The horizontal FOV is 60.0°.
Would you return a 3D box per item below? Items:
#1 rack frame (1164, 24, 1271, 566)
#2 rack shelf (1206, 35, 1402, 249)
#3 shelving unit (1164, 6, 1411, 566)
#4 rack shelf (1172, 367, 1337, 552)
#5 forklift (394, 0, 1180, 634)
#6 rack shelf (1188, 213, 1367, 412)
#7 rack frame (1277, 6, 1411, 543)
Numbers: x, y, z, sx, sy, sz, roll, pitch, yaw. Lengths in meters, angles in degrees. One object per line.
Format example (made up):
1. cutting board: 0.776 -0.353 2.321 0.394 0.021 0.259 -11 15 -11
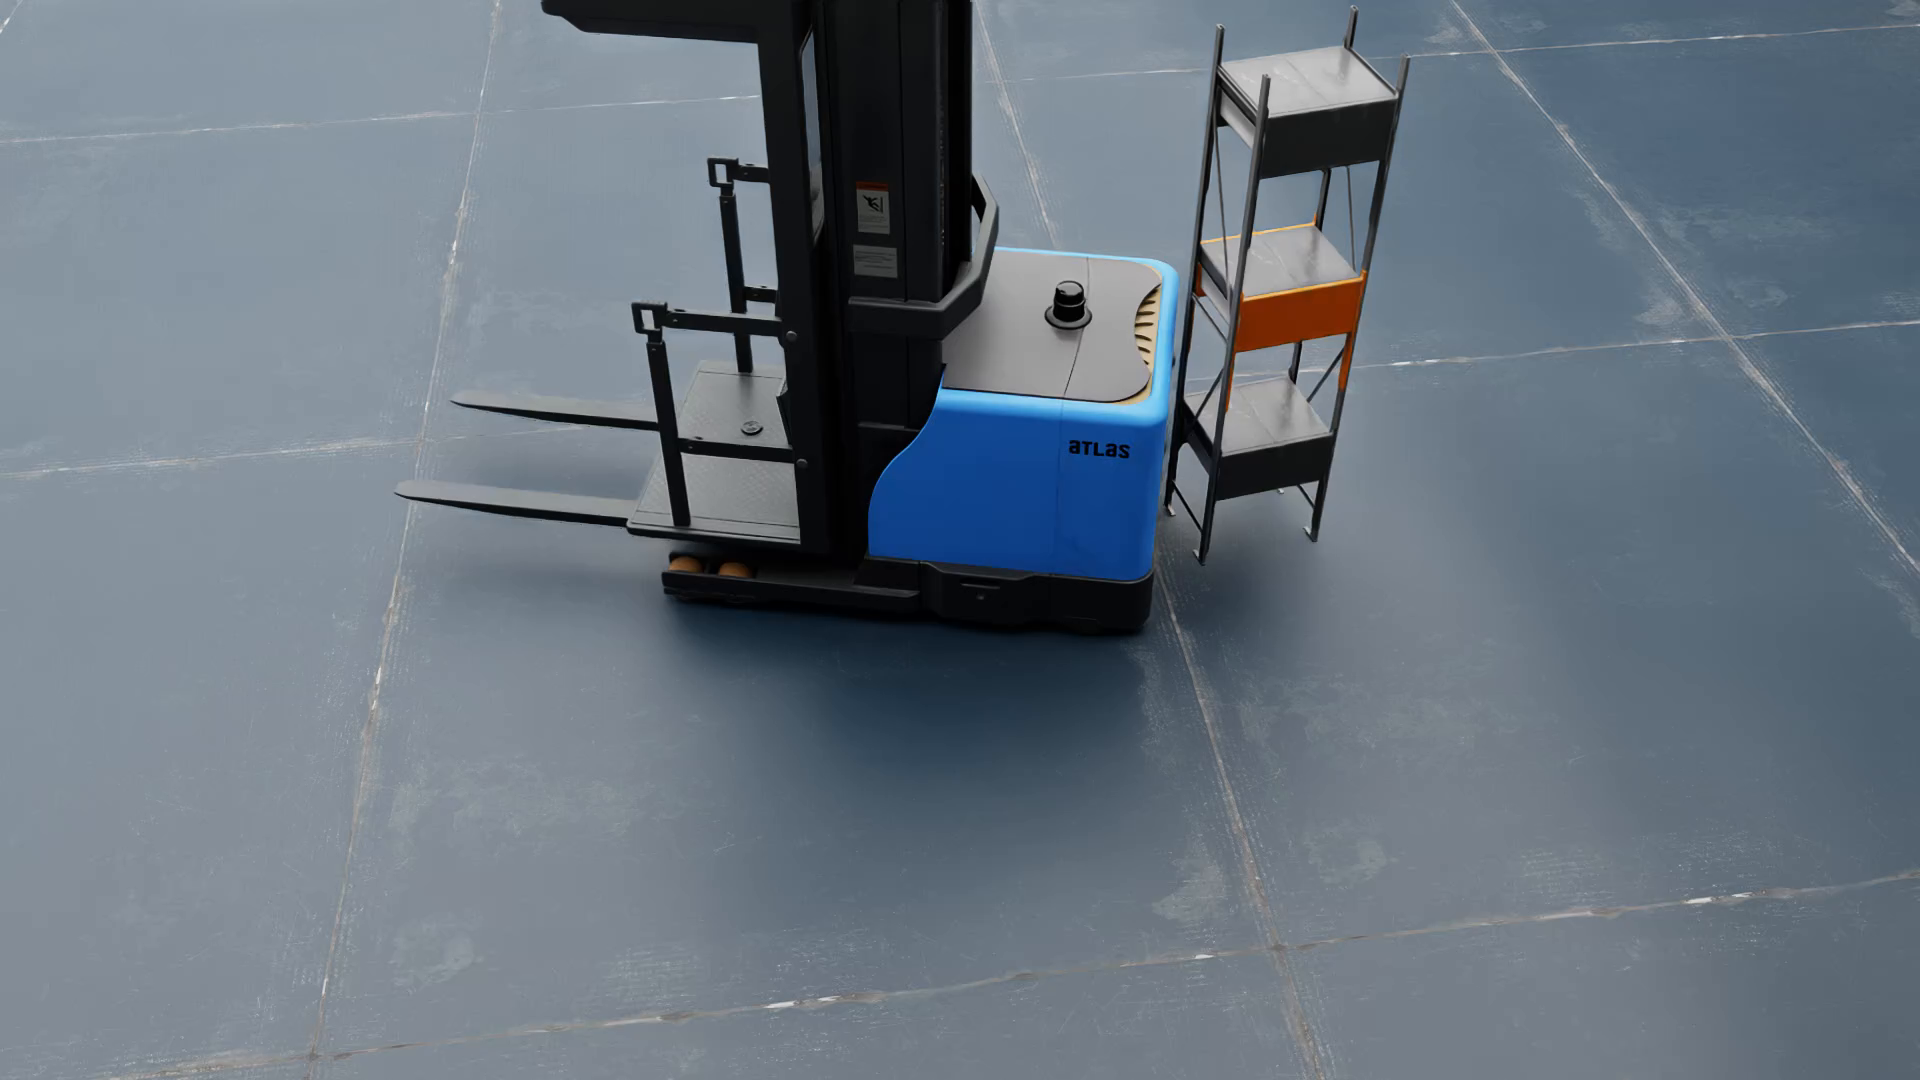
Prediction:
1. rack frame: 0.914 -0.803 6.072 0.015 2.100 0.400 -11 43 -12
2. rack shelf: 1.148 -1.359 5.663 0.480 0.518 0.431 -11 43 -12
3. shelving unit: 1.148 -0.850 6.124 0.503 2.100 0.431 -11 43 -12
4. rack shelf: 1.147 -0.321 6.603 0.480 0.518 0.431 -11 43 -12
5. forklift: -0.713 -1.184 5.875 3.031 2.935 1.130 6 42 6
6. rack shelf: 1.148 -0.840 6.133 0.480 0.518 0.431 -11 43 -12
7. rack frame: 1.382 -0.897 6.176 0.015 2.100 0.400 -11 43 -12
